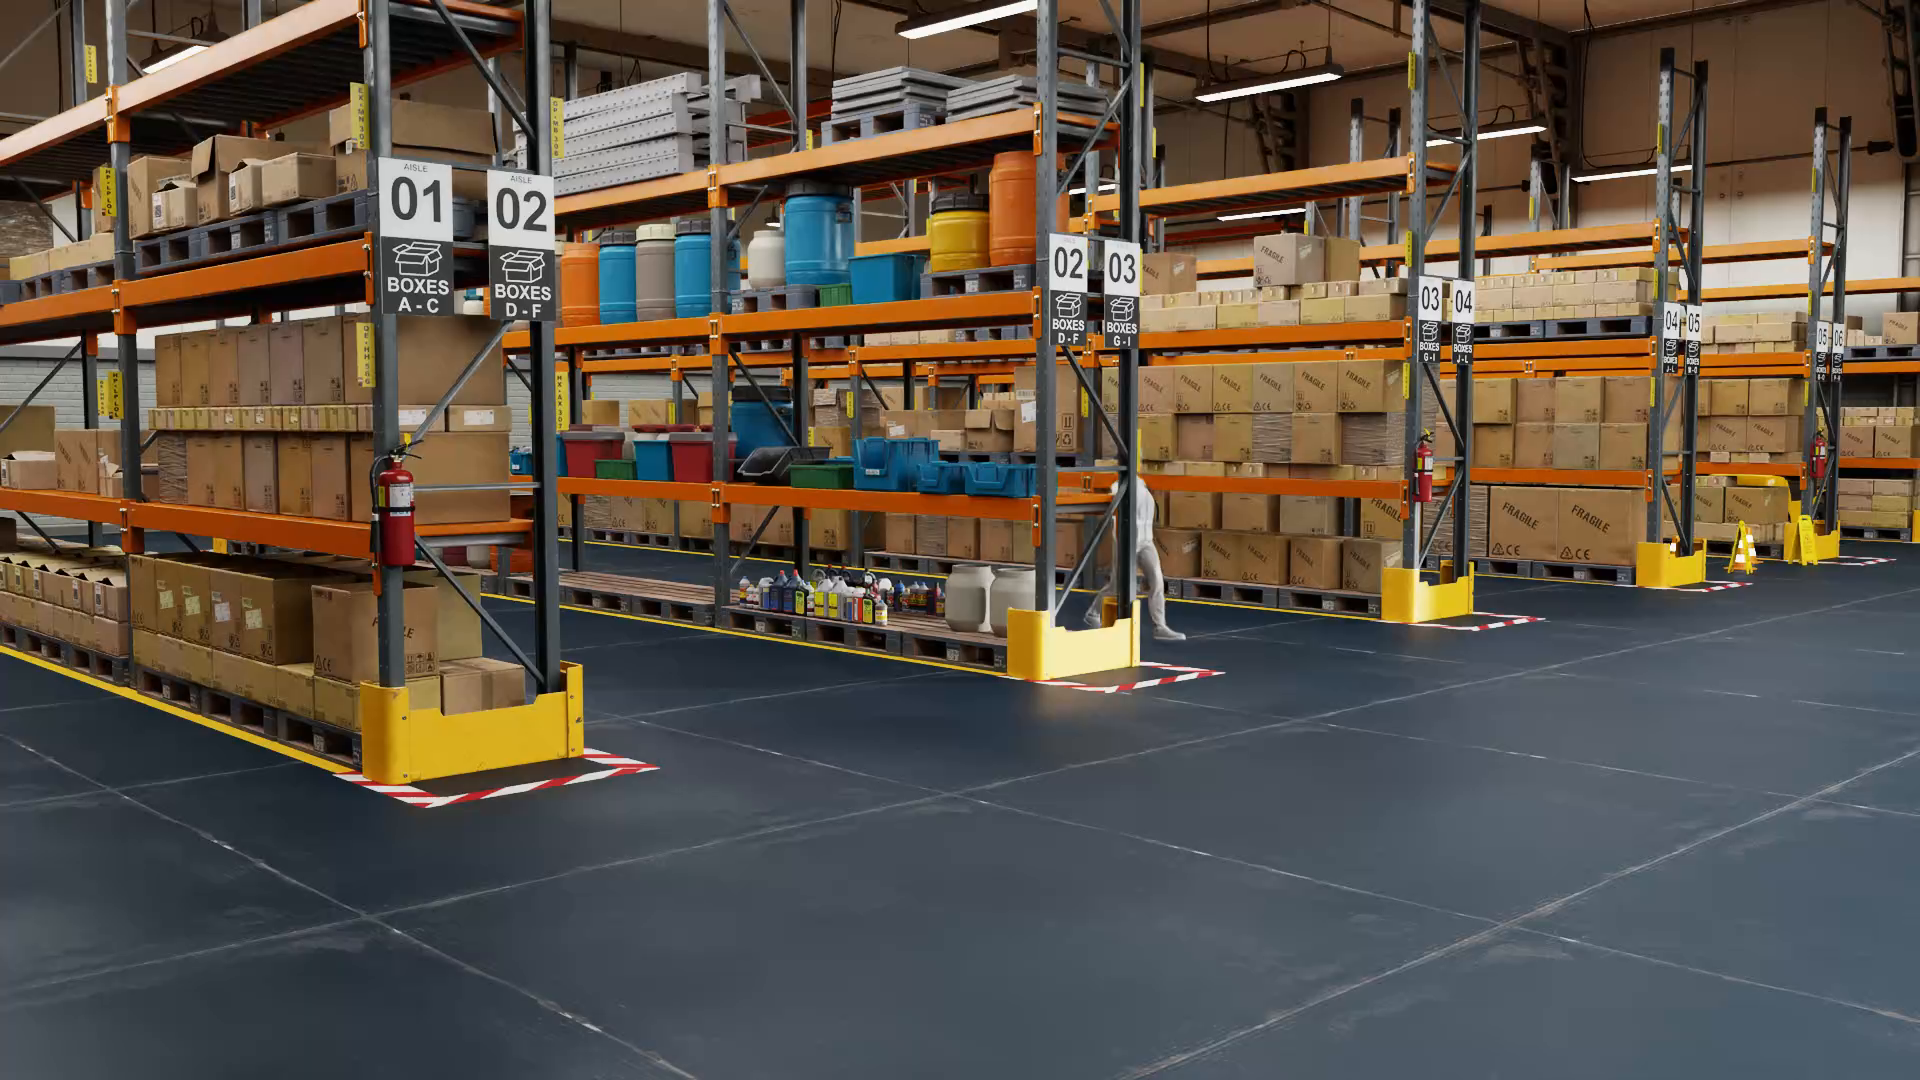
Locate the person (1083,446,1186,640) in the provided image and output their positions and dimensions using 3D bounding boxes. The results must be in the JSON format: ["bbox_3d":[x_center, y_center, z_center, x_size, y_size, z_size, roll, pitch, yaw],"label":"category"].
[{"bbox_3d":[1.461,0.012,14.073,0.972,1.641,0.505,4,6,44],"label":"person"}]
